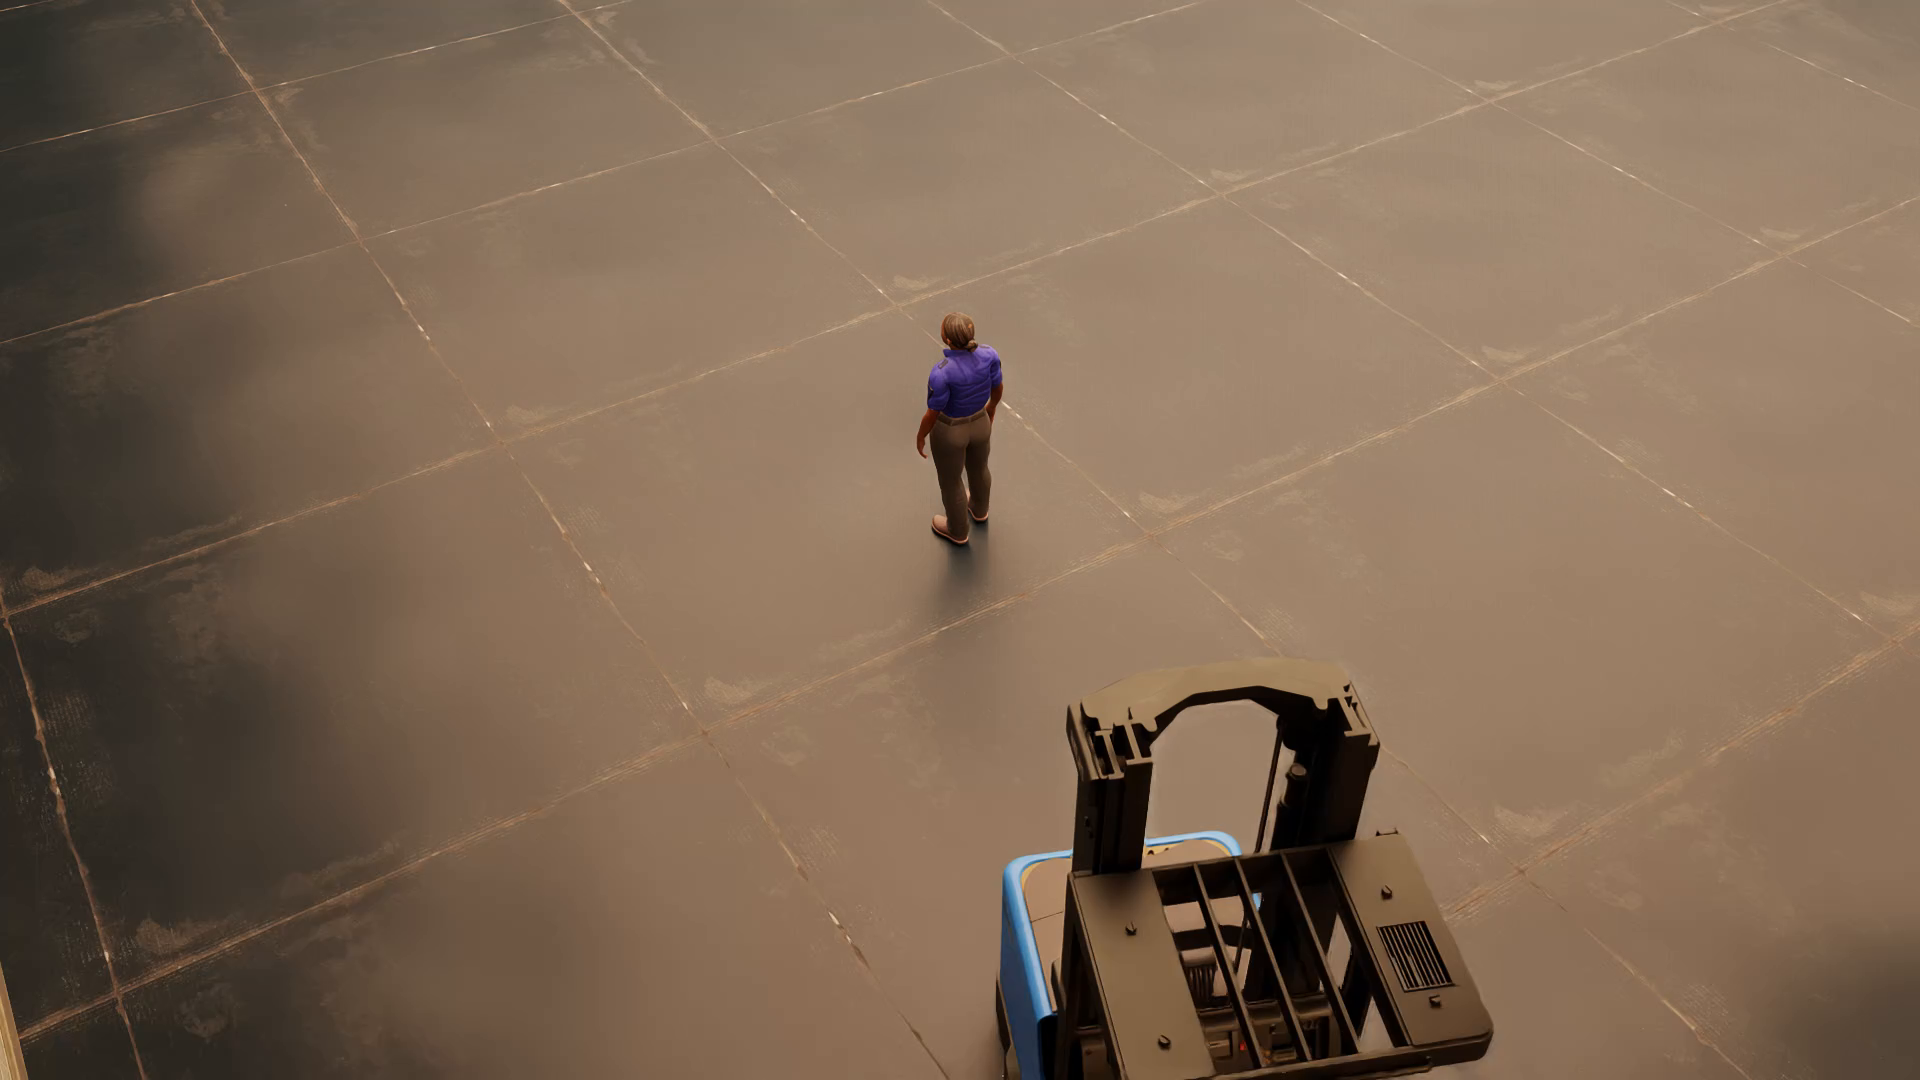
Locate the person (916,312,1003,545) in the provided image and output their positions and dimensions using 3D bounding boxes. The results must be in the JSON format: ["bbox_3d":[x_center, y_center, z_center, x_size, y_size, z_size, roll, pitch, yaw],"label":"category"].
[{"bbox_3d":[-0.030,-0.684,9.613,0.569,1.654,0.504,-23,46,-24],"label":"person"}]

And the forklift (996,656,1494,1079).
[{"bbox_3d":[0.917,1.940,5.651,1.130,2.935,3.031,-6,42,-7],"label":"forklift"}]
